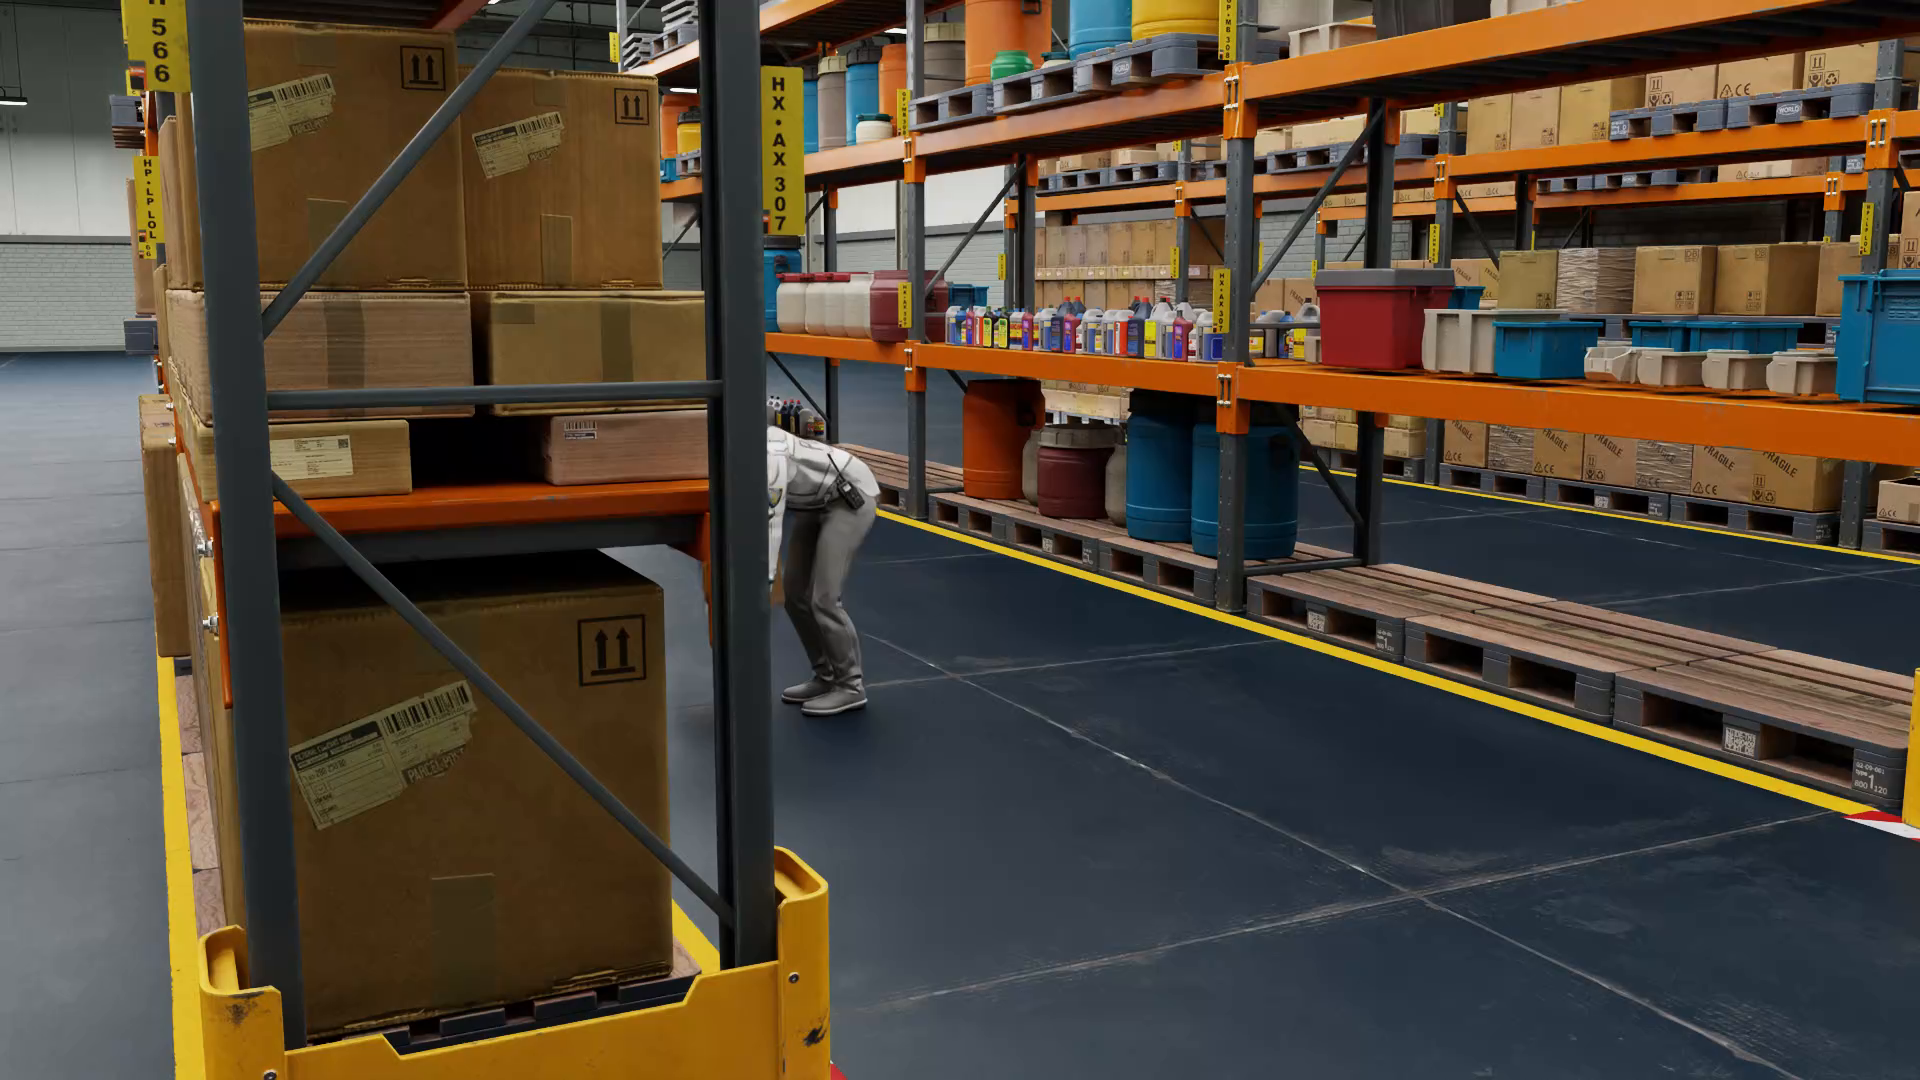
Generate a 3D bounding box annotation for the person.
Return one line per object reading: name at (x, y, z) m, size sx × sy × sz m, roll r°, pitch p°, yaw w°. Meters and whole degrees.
person at (-0.752, 0.057, 6.687) m, size 0.887 × 1.306 × 0.412 m, roll -5°, pitch 10°, yaw -27°
